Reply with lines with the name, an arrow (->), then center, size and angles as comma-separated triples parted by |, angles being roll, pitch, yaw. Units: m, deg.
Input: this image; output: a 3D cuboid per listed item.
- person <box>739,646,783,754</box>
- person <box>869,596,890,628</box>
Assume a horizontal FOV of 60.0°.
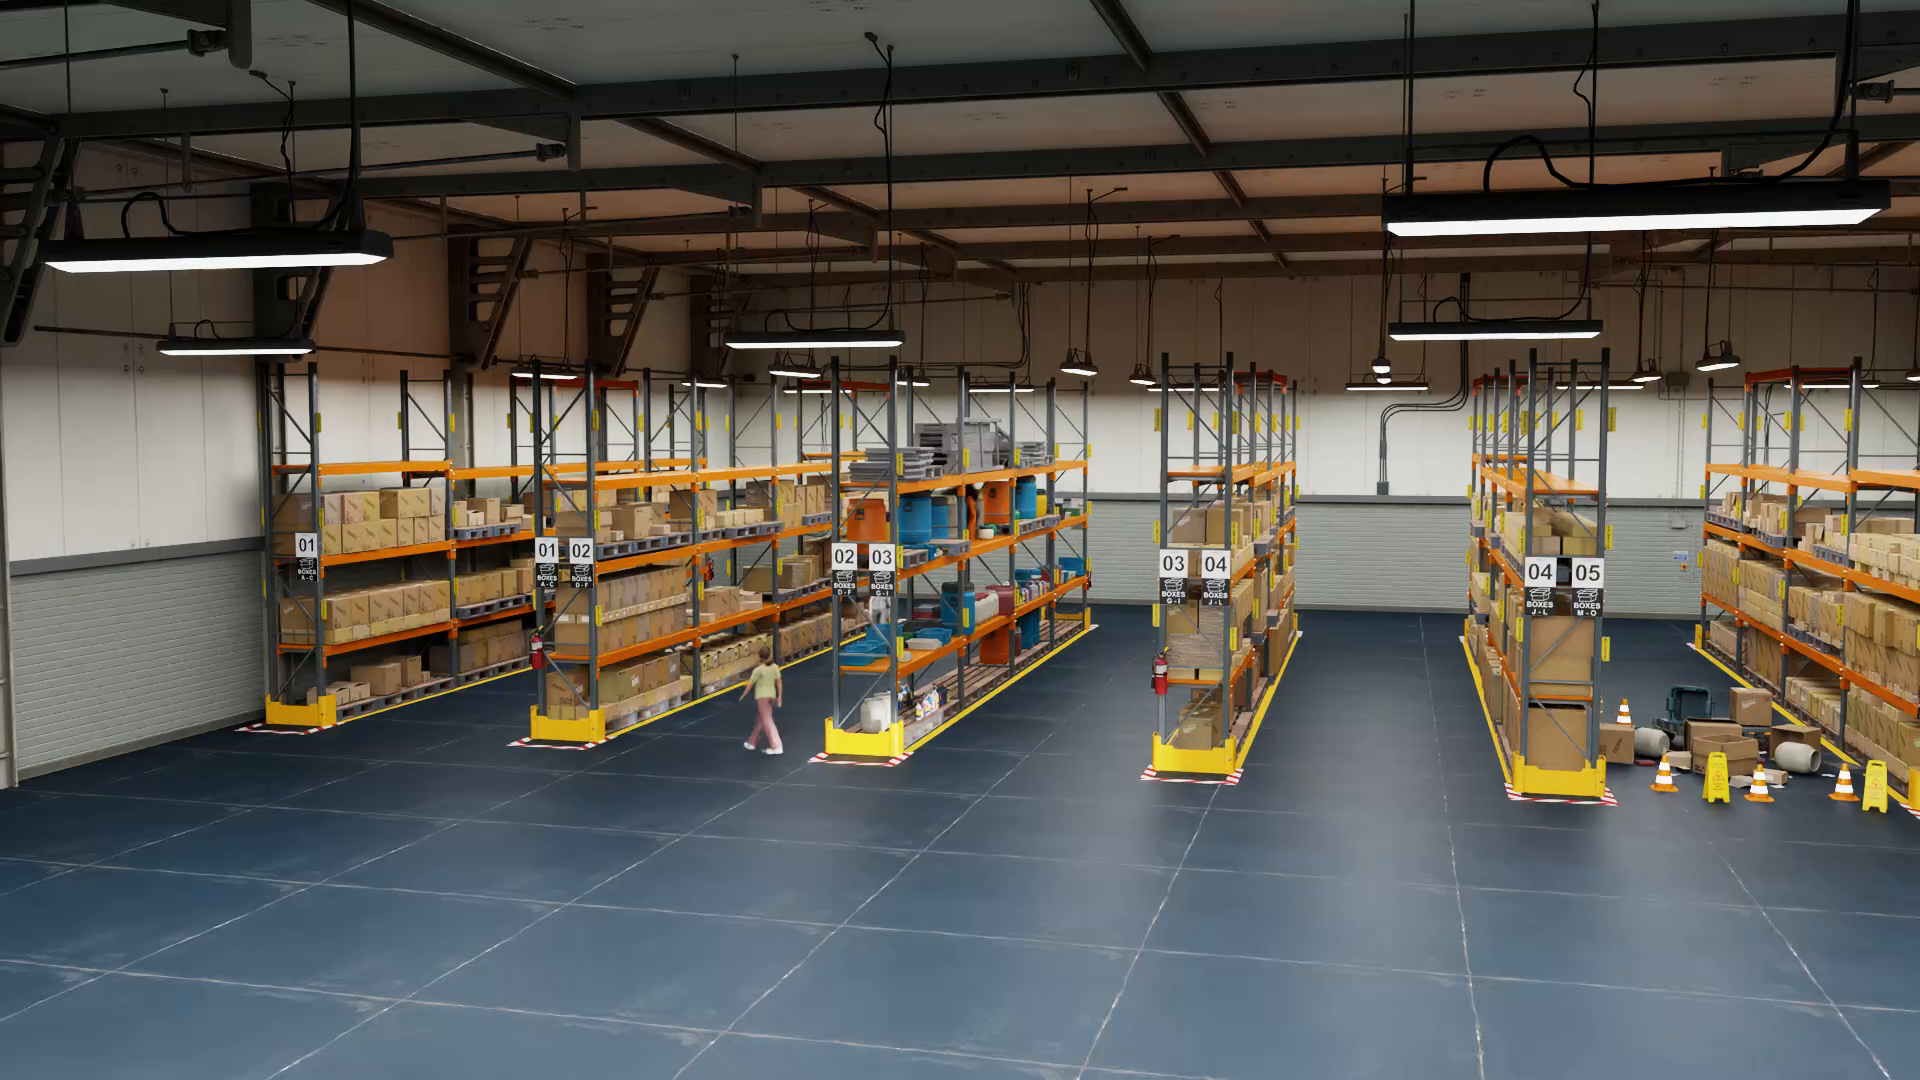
person -> -3.015, 2.401, 25.158 | 0.920, 1.617, 0.482 | 3, 5, 36
person -> -1.774, 1.550, 37.146 | 0.478, 1.656, 0.707 | 1, 4, 13
